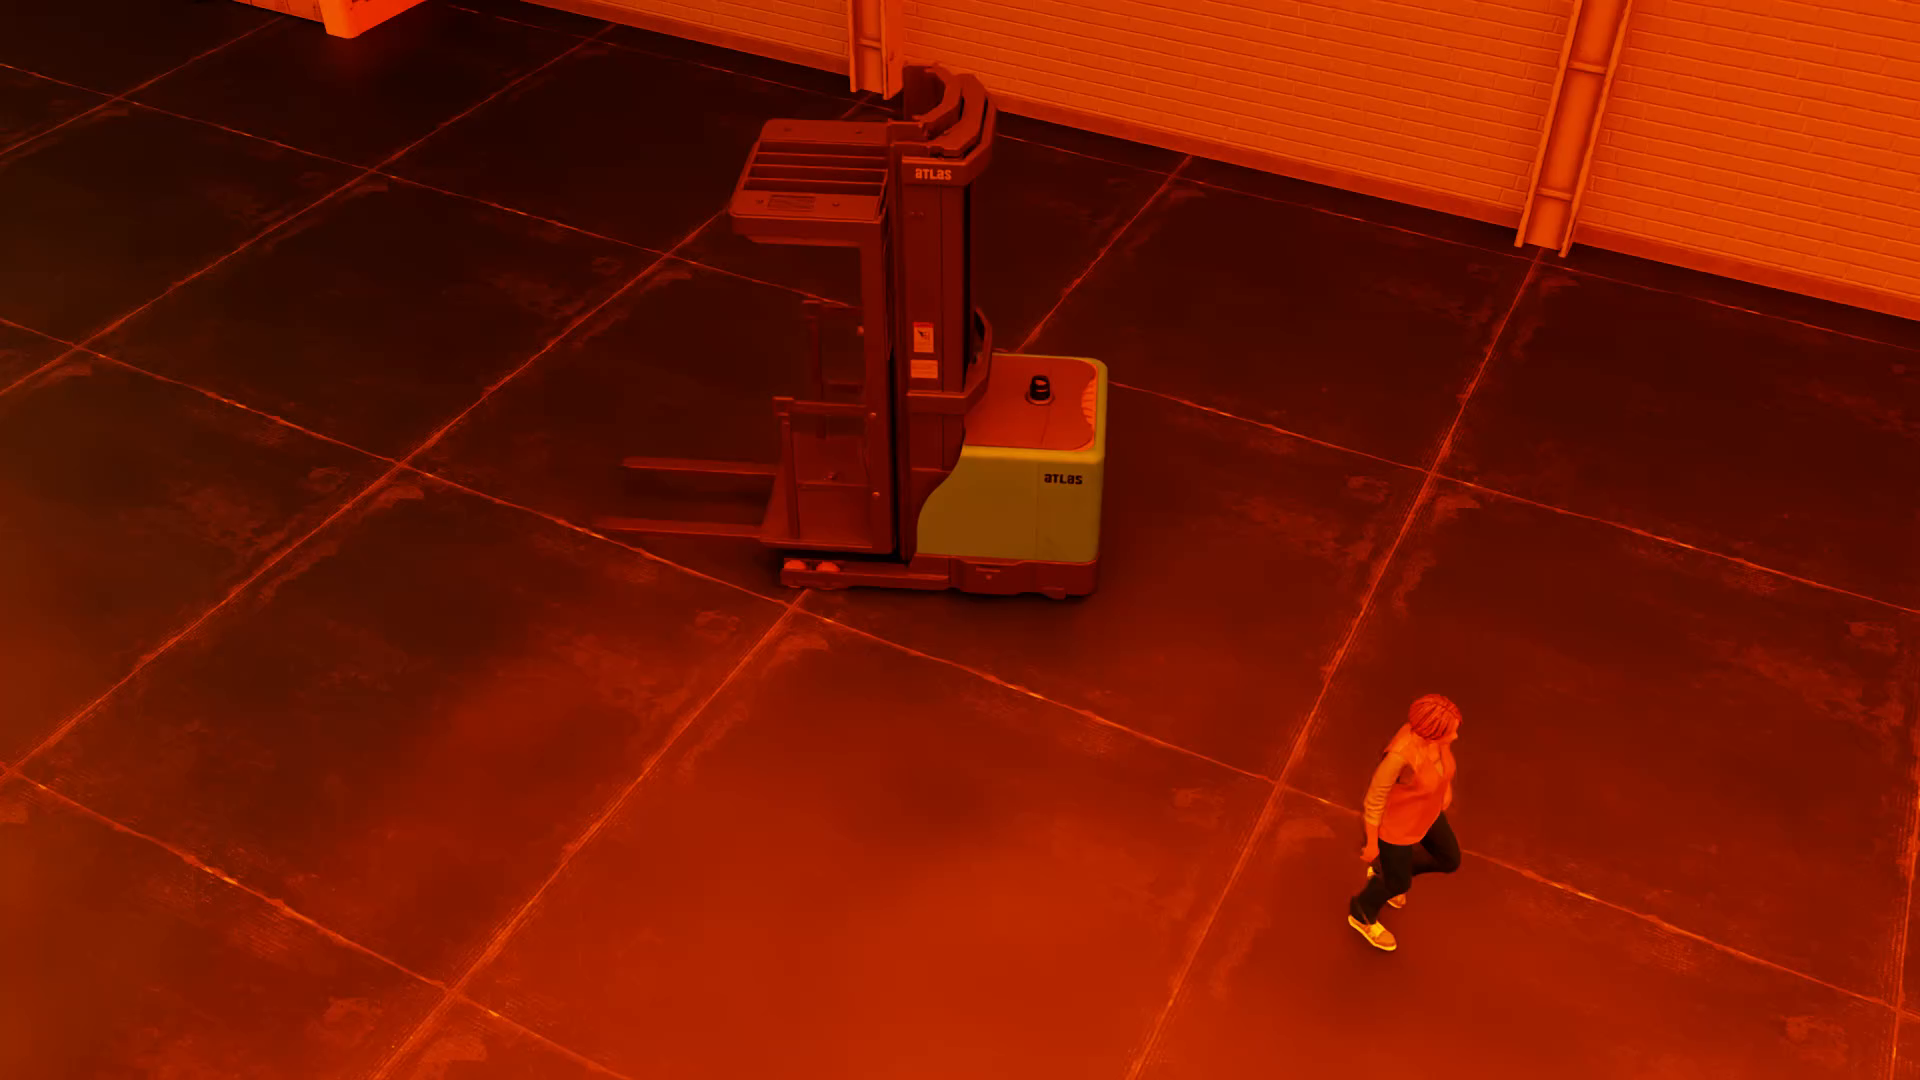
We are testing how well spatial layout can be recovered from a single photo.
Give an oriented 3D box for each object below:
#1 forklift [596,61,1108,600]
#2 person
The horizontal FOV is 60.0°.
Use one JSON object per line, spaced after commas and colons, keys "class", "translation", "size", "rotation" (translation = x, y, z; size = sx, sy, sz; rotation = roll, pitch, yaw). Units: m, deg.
{"class": "forklift", "translation": [-0.656, -1.160, 9.364], "size": [3.031, 2.935, 1.130], "rotation": [3, 40, 4]}
{"class": "person", "translation": [2.056, 1.282, 7.517], "size": [0.408, 1.578, 0.550], "rotation": [29, 48, 30]}
